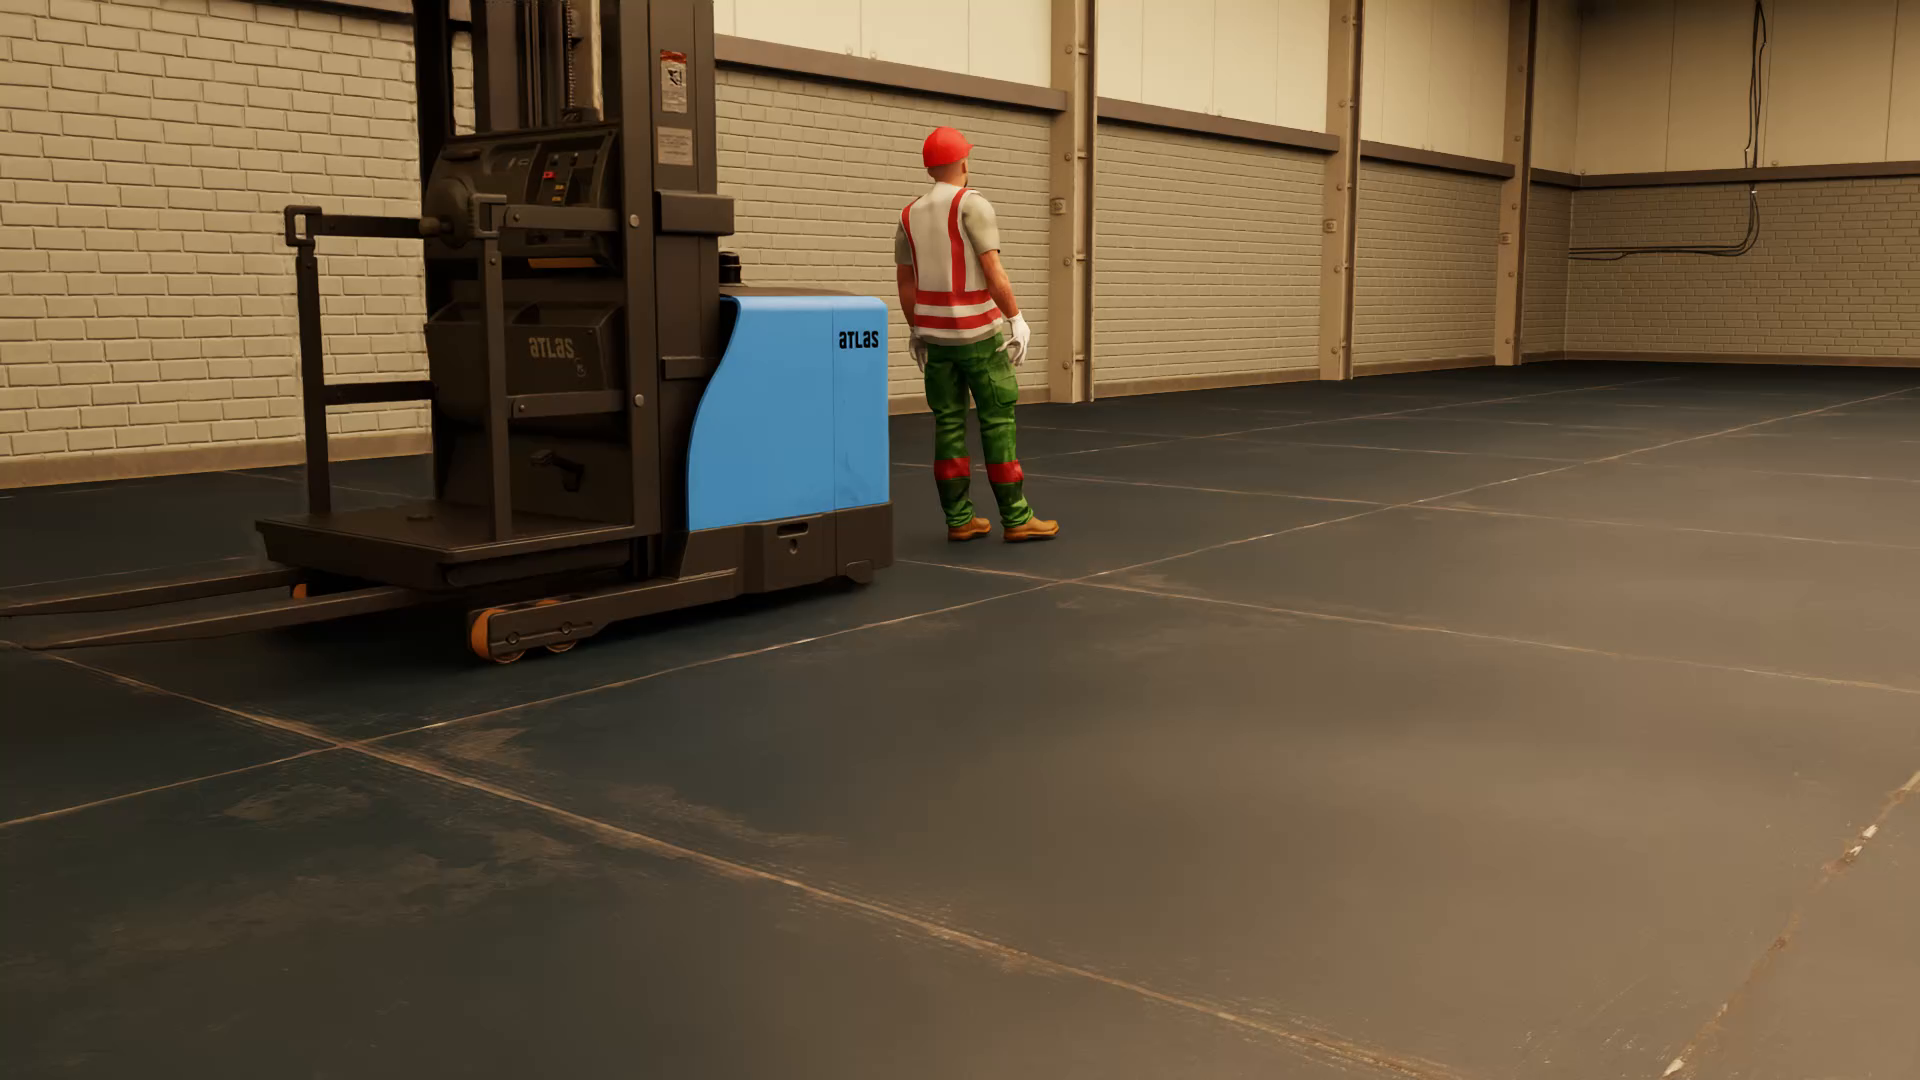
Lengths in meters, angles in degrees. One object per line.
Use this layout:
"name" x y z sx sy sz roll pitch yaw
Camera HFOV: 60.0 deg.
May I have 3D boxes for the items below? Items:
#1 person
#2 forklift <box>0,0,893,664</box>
"person" 0.060 -0.900 7.329 0.637 1.790 0.562 7 11 38
"forklift" -1.569 -1.165 5.247 1.130 2.935 3.031 7 11 39
